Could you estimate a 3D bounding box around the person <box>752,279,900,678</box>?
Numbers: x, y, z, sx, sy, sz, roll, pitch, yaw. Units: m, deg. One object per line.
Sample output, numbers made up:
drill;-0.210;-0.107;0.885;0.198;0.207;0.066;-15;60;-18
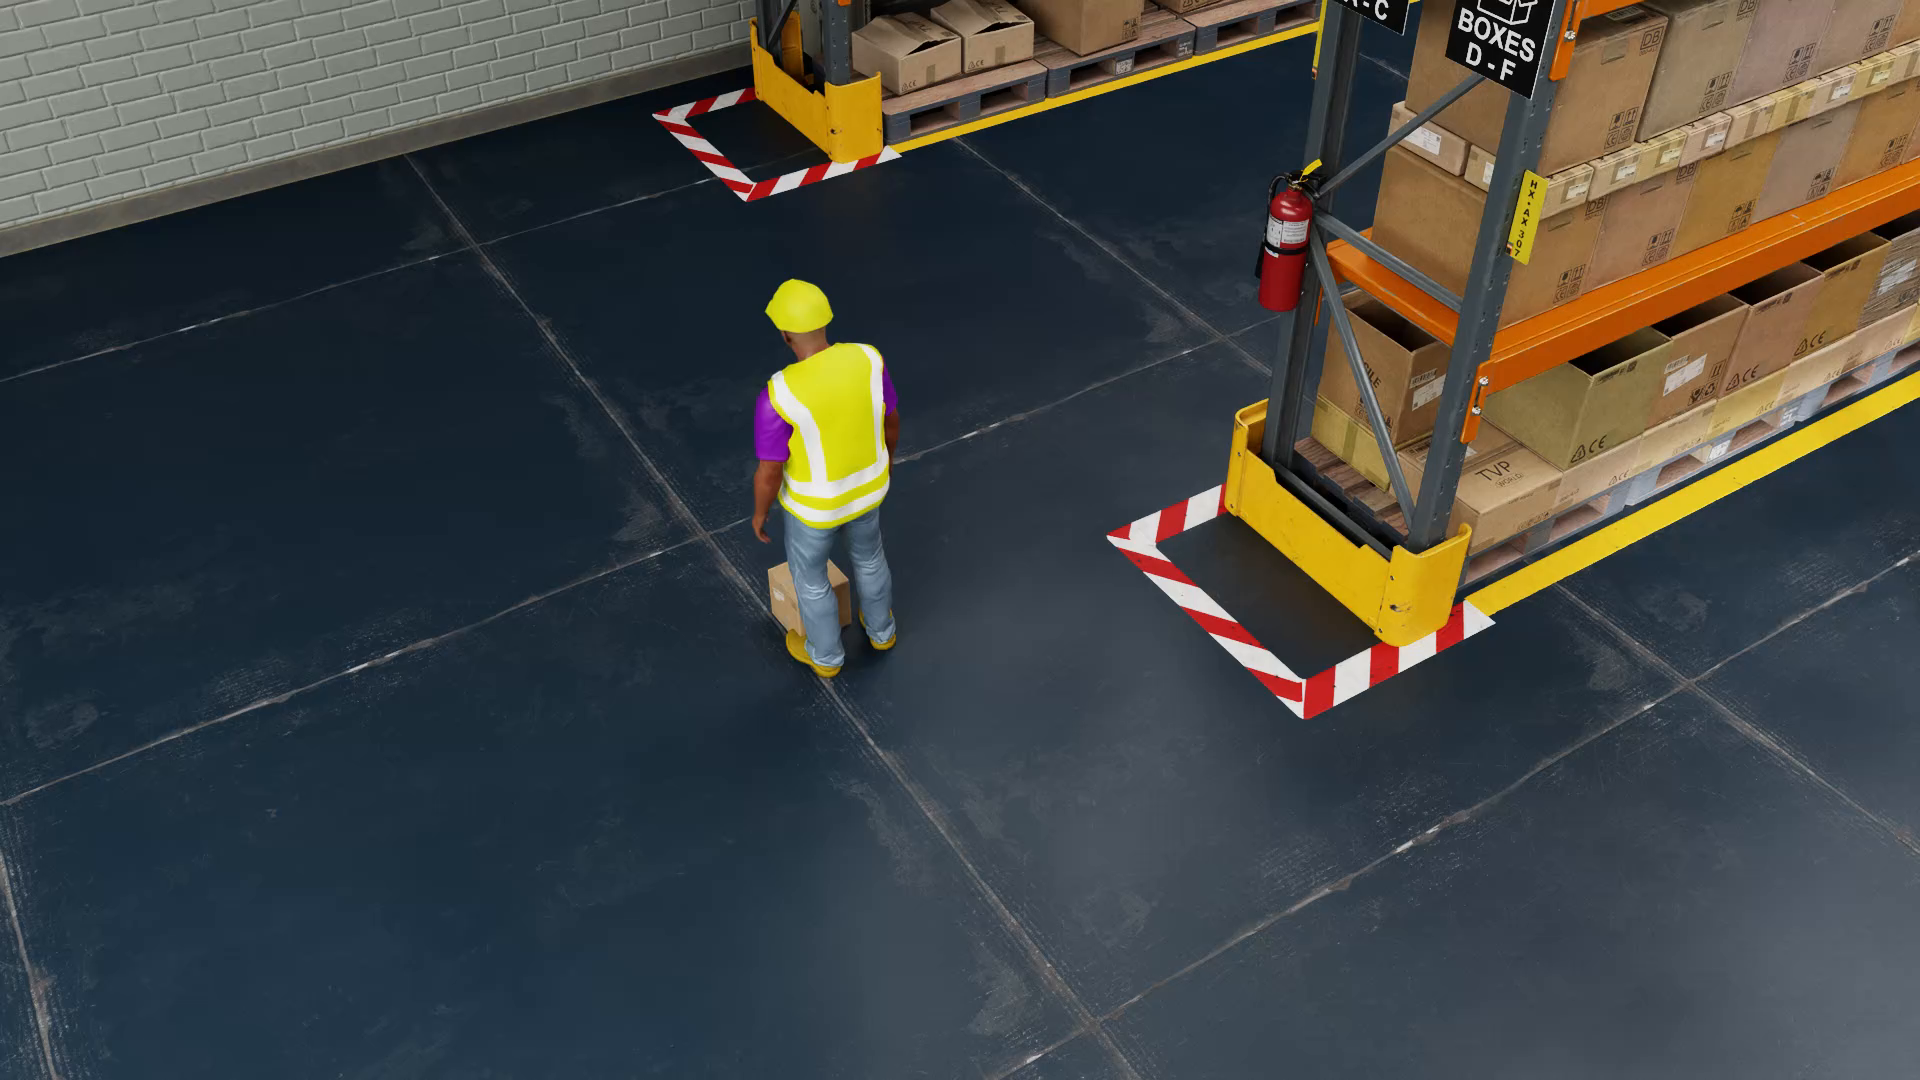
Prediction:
person;-0.512;-0.210;6.389;0.637;1.761;0.455;-24;46;-26
